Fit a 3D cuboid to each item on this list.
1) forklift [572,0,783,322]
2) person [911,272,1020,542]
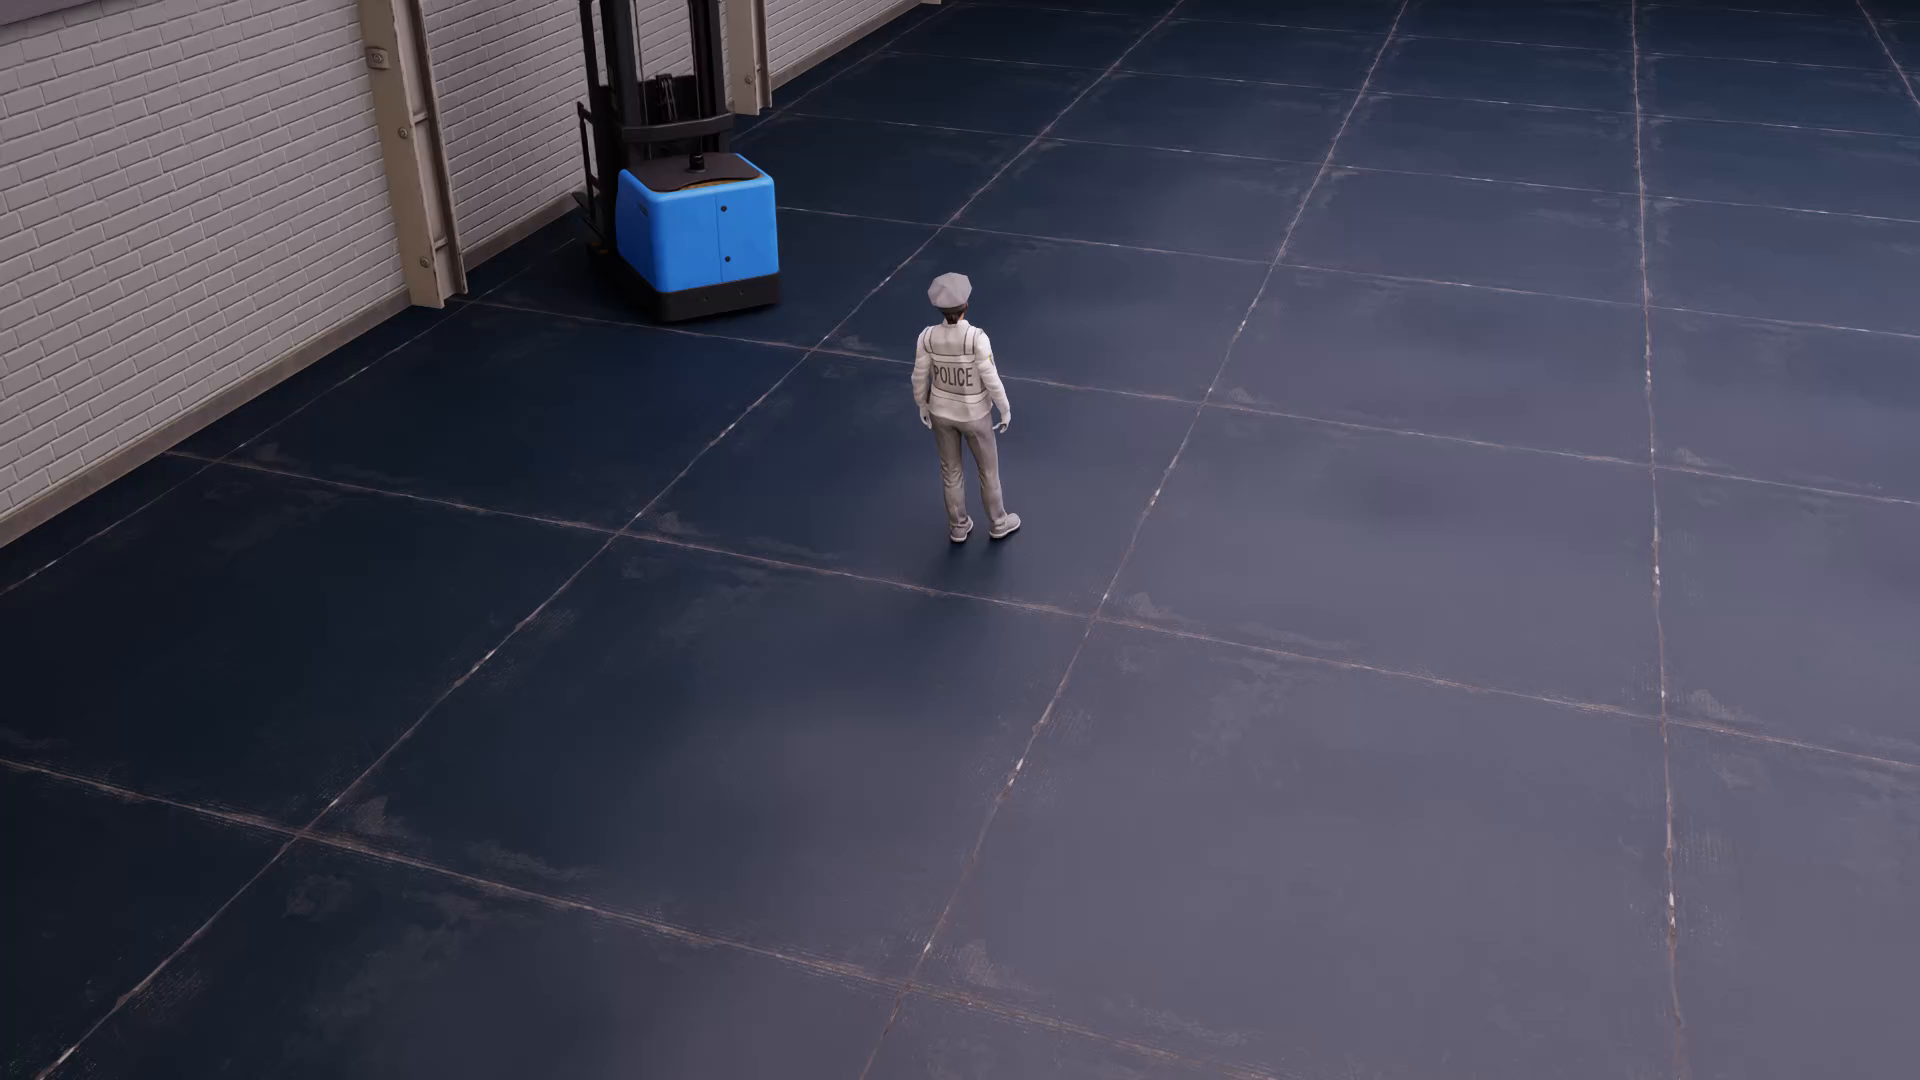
[{"bbox_3d":[-2.553,-3.672,13.578,1.130,2.935,3.031,-14,33,-24],"label":"forklift"},{"bbox_3d":[0.028,-0.774,9.727,0.587,1.695,0.531,10,31,16],"label":"person"}]
